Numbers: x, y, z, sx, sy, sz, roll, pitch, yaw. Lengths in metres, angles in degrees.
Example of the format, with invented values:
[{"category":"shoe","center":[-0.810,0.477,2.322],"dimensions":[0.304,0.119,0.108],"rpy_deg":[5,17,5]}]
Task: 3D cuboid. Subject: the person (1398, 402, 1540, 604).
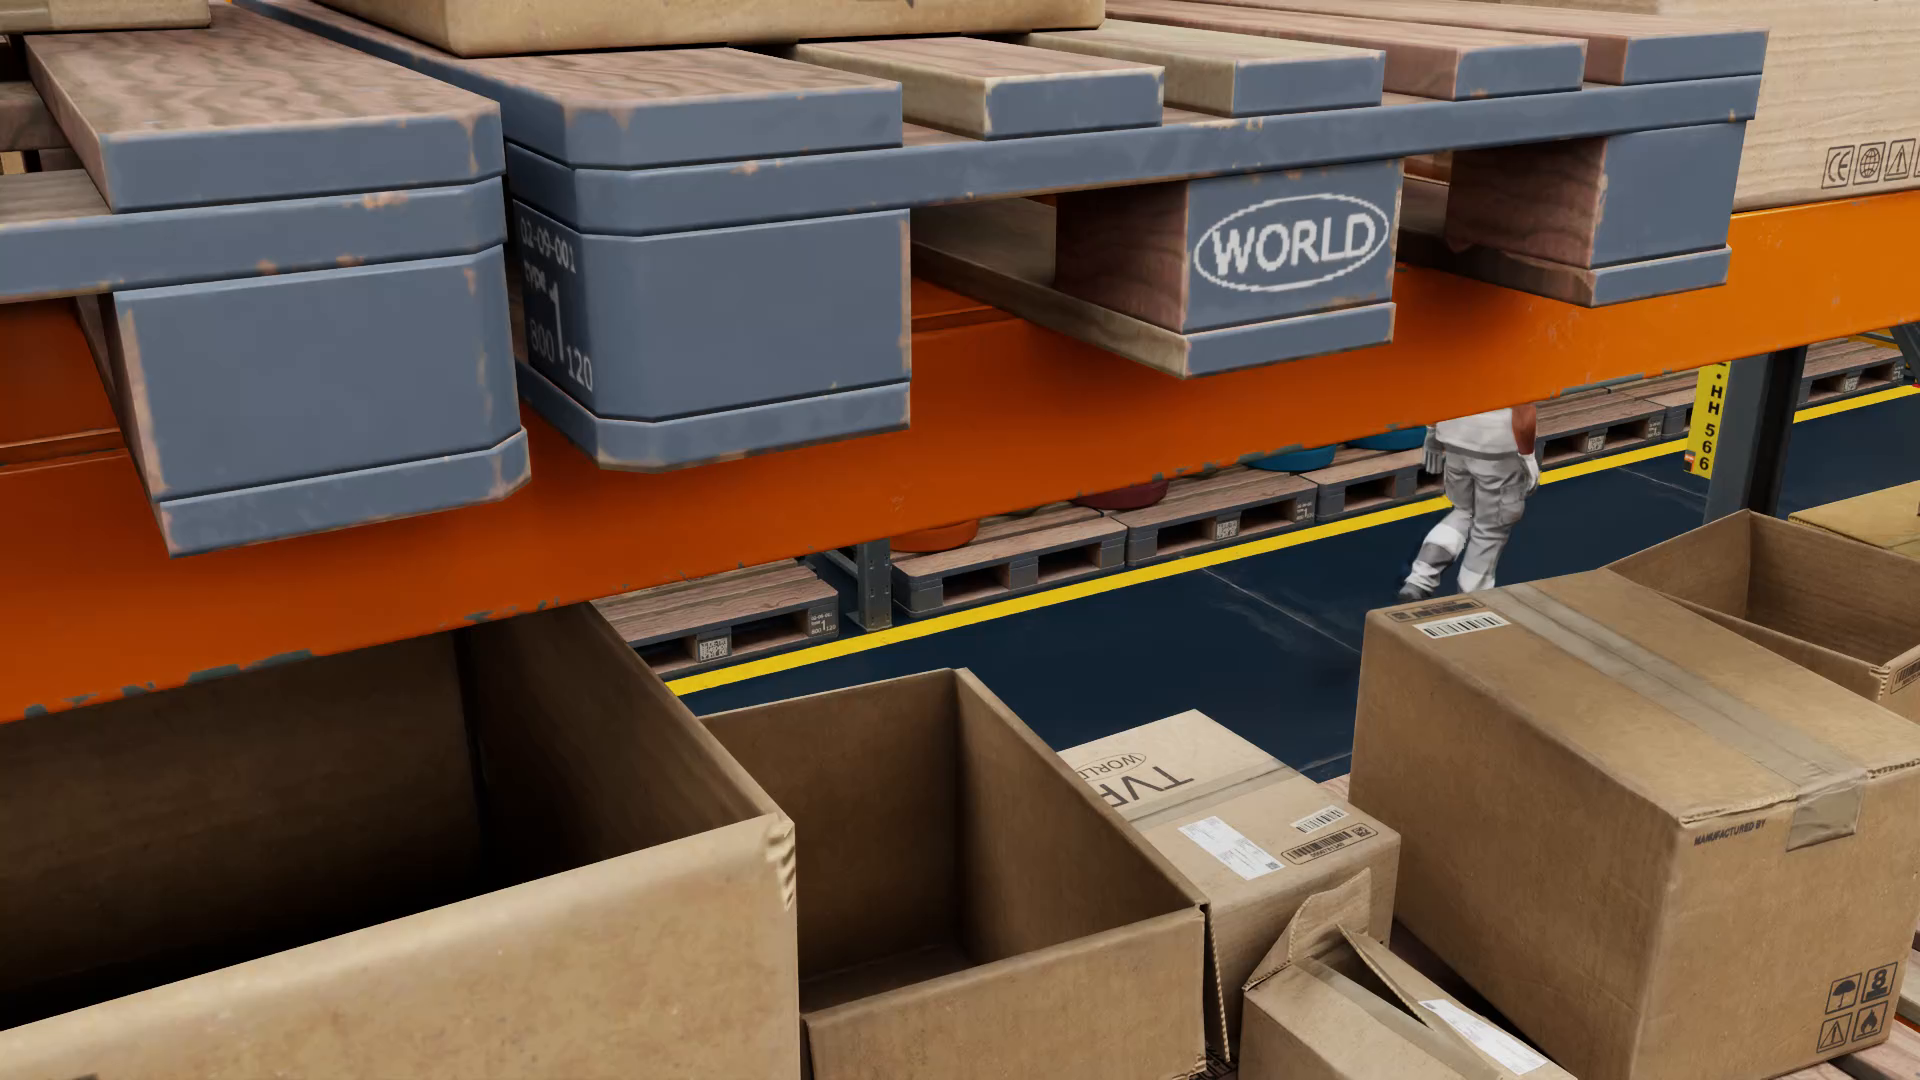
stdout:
[{"category":"person","center":[2.173,-0.390,6.973],"dimensions":[0.514,1.782,0.539],"rpy_deg":[-13,25,-30]}]
